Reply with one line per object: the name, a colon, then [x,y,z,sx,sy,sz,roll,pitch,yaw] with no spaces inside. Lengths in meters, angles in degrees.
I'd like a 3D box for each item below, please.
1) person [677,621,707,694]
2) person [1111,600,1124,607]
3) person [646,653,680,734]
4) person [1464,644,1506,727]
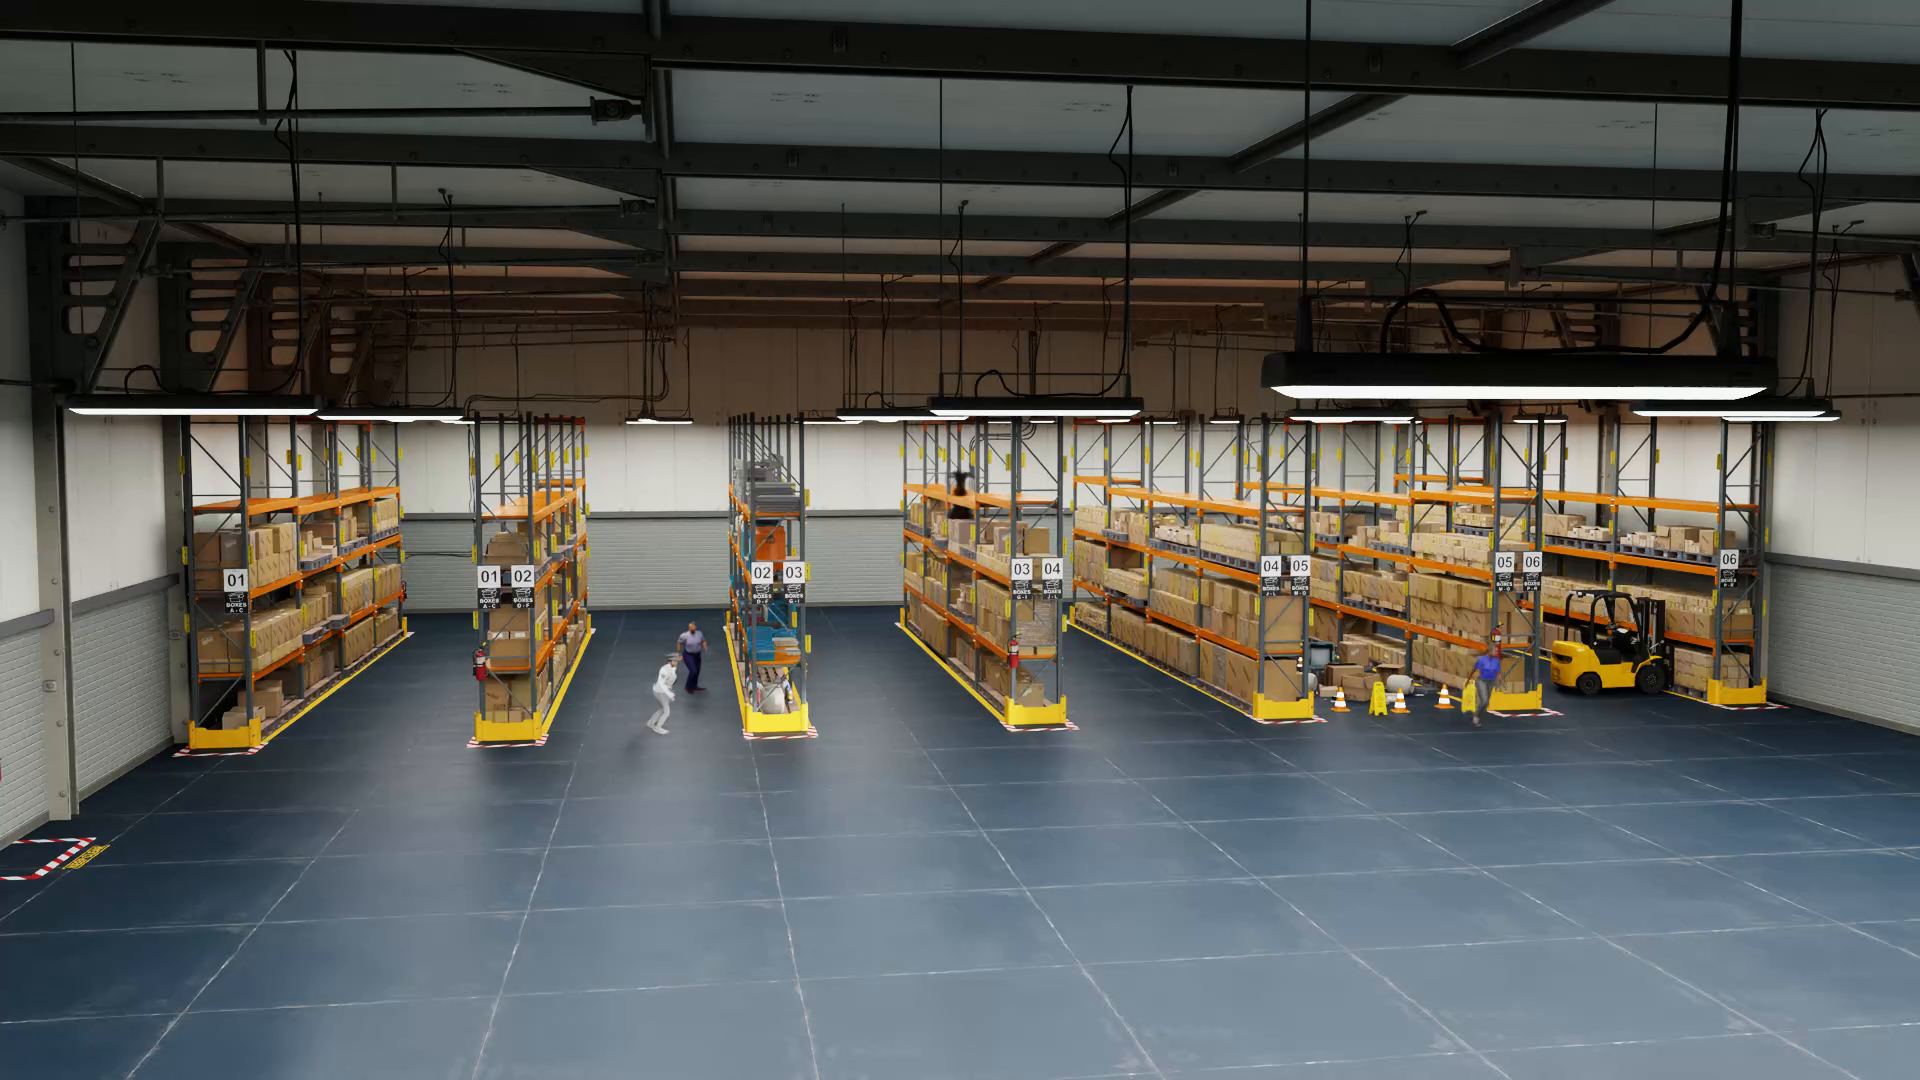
person: [-5.712,2.541,35.828,0.755,1.606,0.625,3,5,42]
person: [4.905,1.384,51.738,0.738,1.652,0.539,-3,5,-41]
person: [-5.551,2.850,30.961,0.783,1.541,0.602,1,4,13]
person: [10.013,2.768,31.647,0.557,1.613,0.698,-2,4,-23]
